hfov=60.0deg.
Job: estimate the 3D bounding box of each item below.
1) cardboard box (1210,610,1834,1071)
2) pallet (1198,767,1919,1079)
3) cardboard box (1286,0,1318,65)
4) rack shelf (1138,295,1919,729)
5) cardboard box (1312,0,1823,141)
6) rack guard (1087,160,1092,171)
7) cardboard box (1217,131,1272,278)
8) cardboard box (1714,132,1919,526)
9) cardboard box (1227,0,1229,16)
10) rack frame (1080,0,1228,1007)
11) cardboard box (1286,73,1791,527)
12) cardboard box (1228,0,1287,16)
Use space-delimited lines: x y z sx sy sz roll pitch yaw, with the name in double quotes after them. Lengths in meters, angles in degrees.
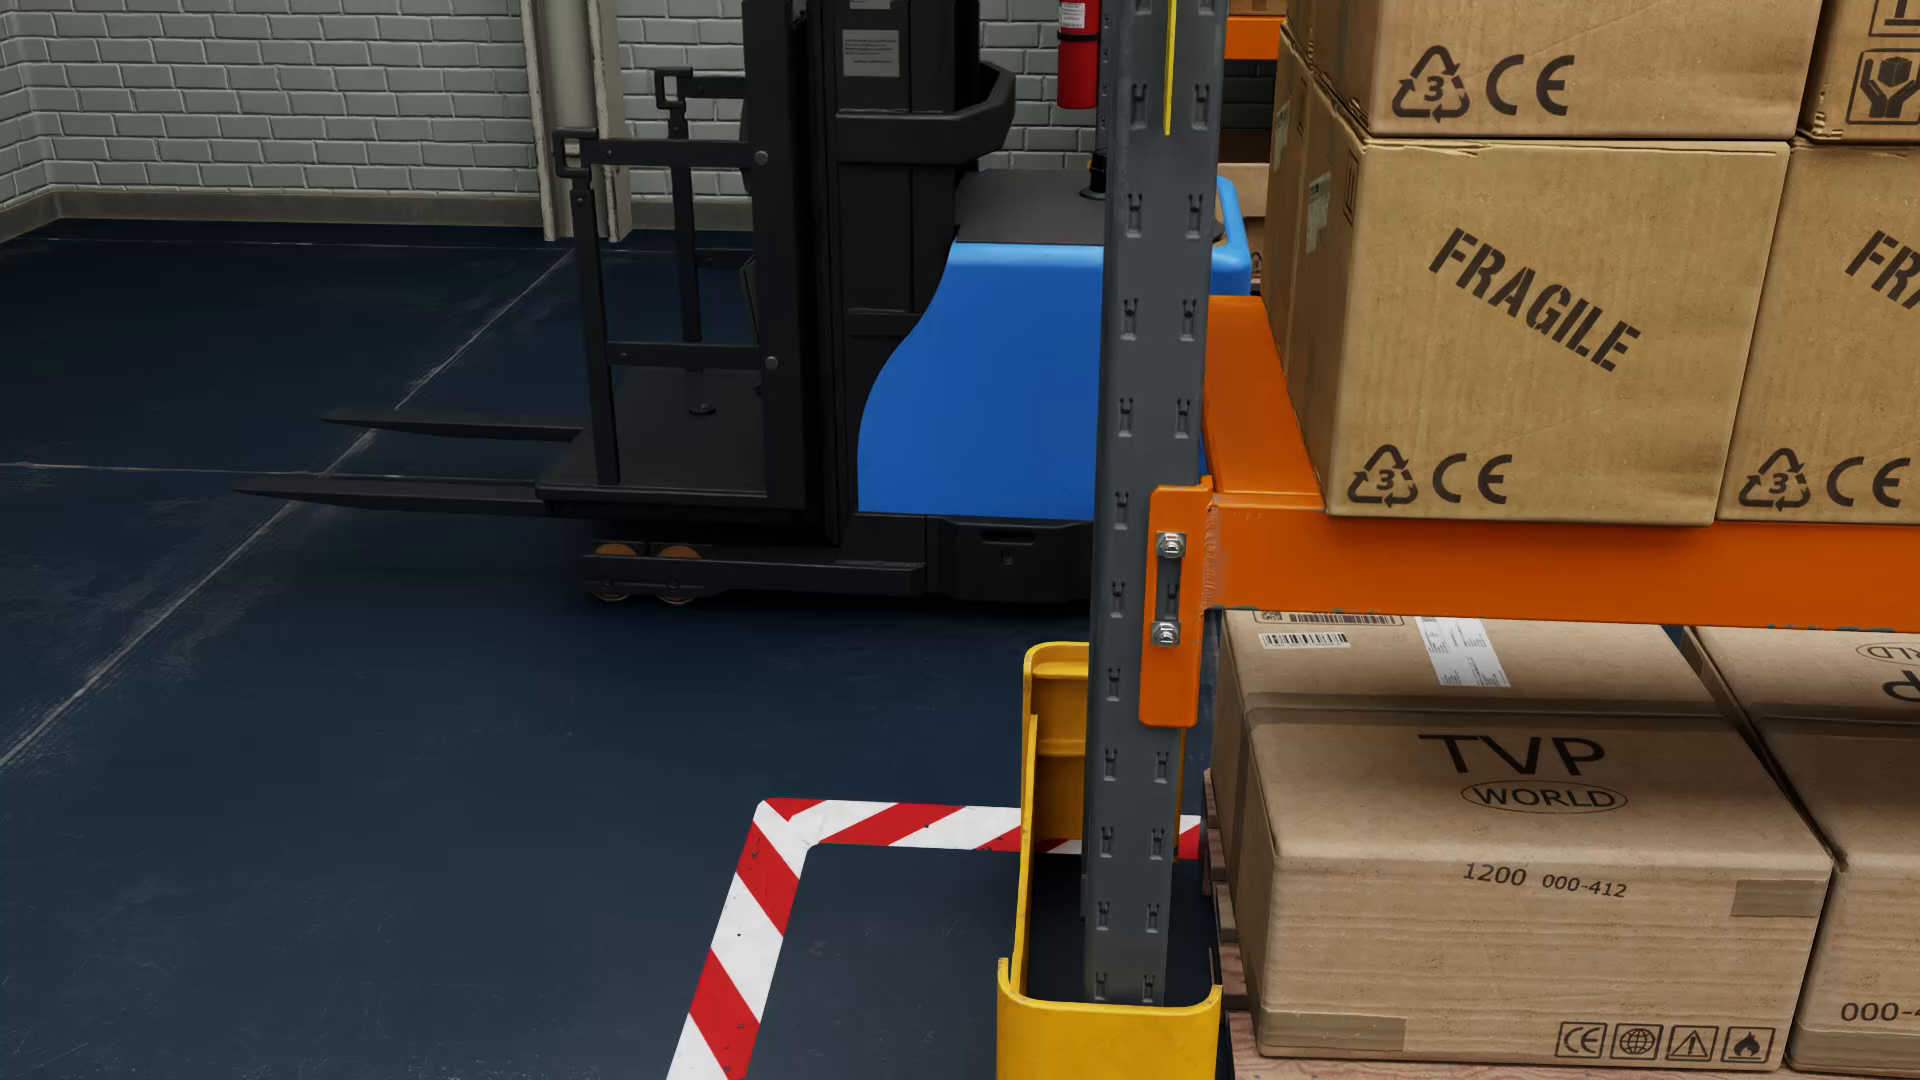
0.960 0.511 3.113 0.875 0.438 0.875 1 25 2 "cardboard box"
1.098 0.818 3.219 1.213 0.211 1.003 2 25 4 "pallet"
0.794 -1.025 2.573 0.500 0.500 0.500 3 25 6 "cardboard box"
2.289 -0.051 2.632 4.000 0.370 1.077 2 25 4 "rack shelf"
0.752 -0.807 2.100 0.500 0.500 0.500 1 25 3 "cardboard box"
0.747 -1.372 7.634 0.348 0.500 1.175 2 25 4 "rack guard"
1.274 -1.508 7.423 0.637 0.503 0.797 1 25 2 "cardboard box"
1.258 -0.347 2.297 0.500 0.500 0.500 1 25 3 "cardboard box"
0.978 -2.271 6.898 0.250 0.149 0.380 2 25 4 "cardboard box"
0.295 -0.441 2.621 0.127 3.000 1.000 2 25 4 "rack frame"
0.751 -0.352 2.307 0.500 0.500 0.500 2 25 4 "cardboard box"
1.235 -2.283 6.923 0.250 0.149 0.380 2 25 5 "cardboard box"
